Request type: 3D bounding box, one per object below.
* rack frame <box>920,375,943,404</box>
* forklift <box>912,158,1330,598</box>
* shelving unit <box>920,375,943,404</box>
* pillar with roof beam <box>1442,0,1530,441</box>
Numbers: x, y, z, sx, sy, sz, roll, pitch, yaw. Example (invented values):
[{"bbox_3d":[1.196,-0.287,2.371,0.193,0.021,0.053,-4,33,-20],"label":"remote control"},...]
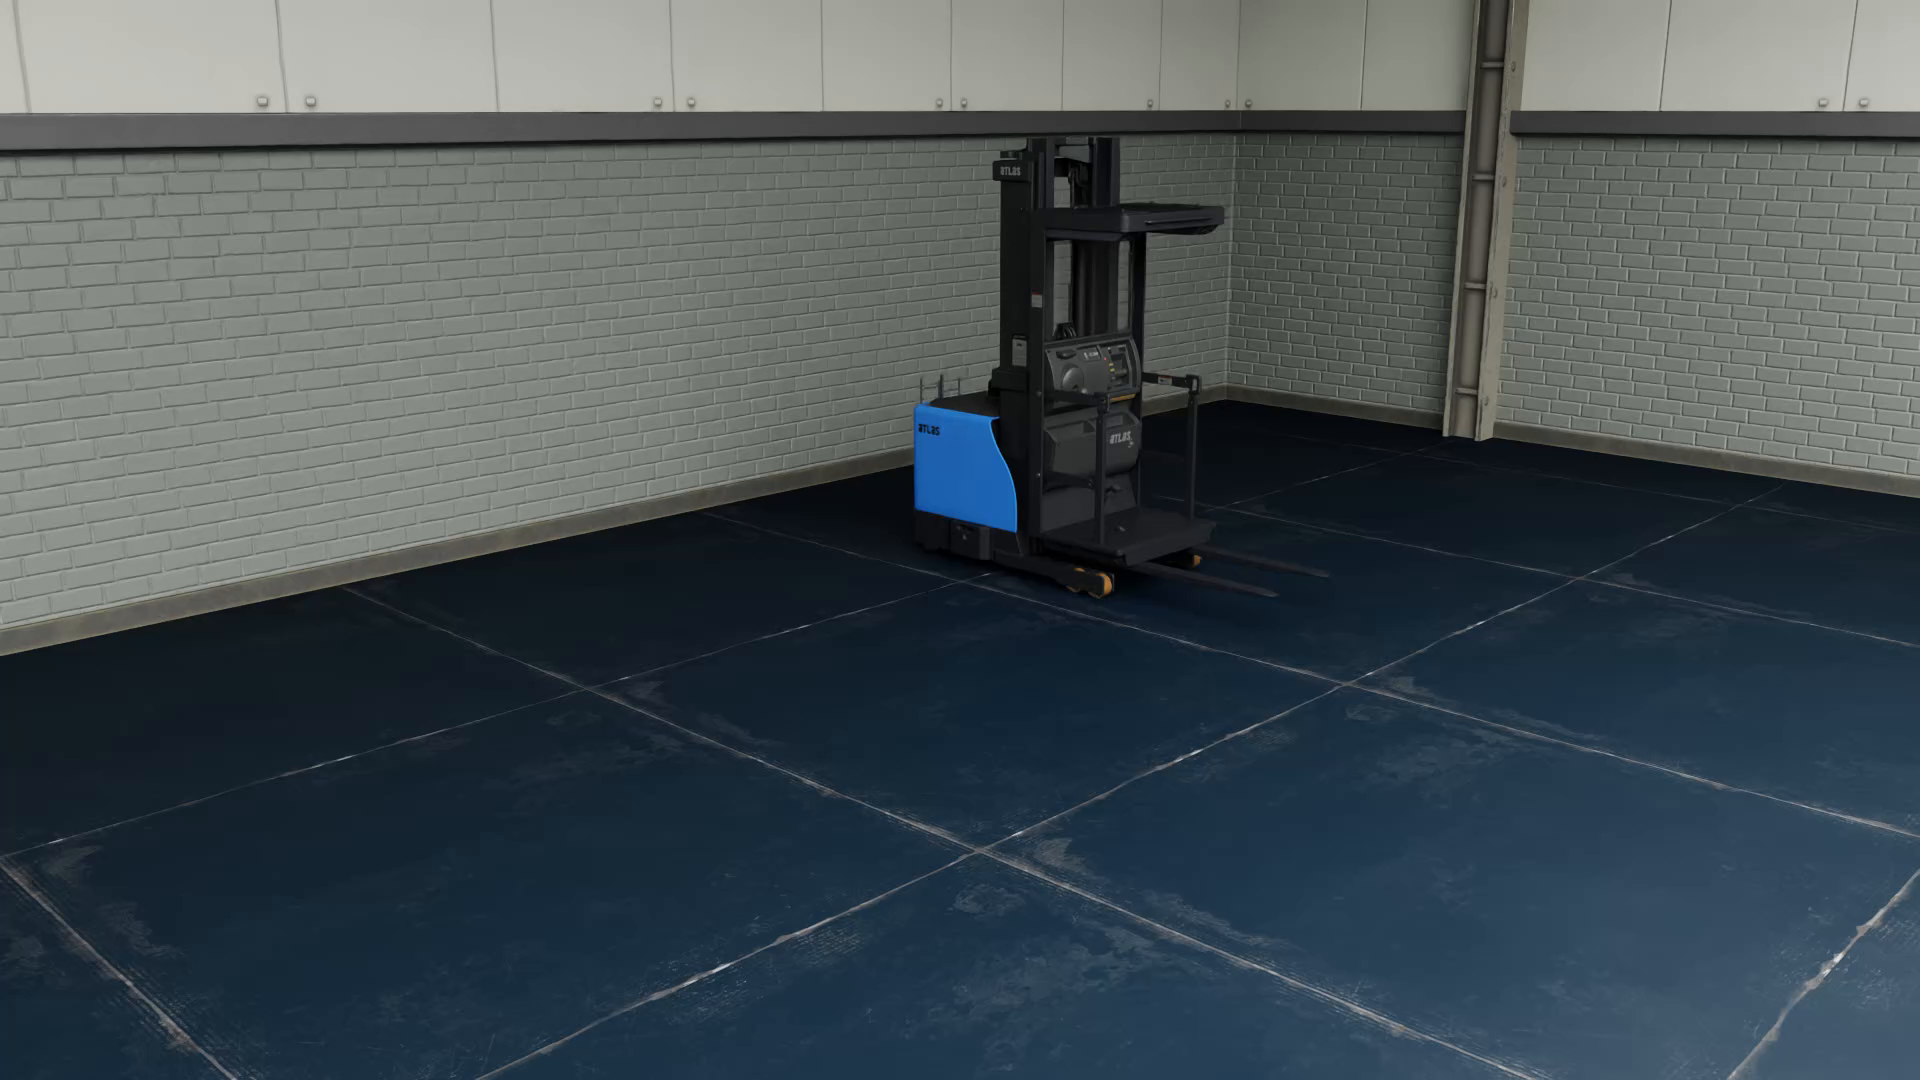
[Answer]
[{"bbox_3d":[-0.211,-0.632,12.477,0.006,1.200,0.240,14,20,42],"label":"rack frame"},{"bbox_3d":[1.062,-1.118,11.175,3.031,2.797,1.129,14,20,42],"label":"forklift"},{"bbox_3d":[-0.147,-0.616,12.417,0.184,1.200,0.258,14,20,42],"label":"shelving unit"},{"bbox_3d":[2.004,-4.593,12.211,0.400,9.000,9.100,14,20,42],"label":"pillar with roof beam"}]
